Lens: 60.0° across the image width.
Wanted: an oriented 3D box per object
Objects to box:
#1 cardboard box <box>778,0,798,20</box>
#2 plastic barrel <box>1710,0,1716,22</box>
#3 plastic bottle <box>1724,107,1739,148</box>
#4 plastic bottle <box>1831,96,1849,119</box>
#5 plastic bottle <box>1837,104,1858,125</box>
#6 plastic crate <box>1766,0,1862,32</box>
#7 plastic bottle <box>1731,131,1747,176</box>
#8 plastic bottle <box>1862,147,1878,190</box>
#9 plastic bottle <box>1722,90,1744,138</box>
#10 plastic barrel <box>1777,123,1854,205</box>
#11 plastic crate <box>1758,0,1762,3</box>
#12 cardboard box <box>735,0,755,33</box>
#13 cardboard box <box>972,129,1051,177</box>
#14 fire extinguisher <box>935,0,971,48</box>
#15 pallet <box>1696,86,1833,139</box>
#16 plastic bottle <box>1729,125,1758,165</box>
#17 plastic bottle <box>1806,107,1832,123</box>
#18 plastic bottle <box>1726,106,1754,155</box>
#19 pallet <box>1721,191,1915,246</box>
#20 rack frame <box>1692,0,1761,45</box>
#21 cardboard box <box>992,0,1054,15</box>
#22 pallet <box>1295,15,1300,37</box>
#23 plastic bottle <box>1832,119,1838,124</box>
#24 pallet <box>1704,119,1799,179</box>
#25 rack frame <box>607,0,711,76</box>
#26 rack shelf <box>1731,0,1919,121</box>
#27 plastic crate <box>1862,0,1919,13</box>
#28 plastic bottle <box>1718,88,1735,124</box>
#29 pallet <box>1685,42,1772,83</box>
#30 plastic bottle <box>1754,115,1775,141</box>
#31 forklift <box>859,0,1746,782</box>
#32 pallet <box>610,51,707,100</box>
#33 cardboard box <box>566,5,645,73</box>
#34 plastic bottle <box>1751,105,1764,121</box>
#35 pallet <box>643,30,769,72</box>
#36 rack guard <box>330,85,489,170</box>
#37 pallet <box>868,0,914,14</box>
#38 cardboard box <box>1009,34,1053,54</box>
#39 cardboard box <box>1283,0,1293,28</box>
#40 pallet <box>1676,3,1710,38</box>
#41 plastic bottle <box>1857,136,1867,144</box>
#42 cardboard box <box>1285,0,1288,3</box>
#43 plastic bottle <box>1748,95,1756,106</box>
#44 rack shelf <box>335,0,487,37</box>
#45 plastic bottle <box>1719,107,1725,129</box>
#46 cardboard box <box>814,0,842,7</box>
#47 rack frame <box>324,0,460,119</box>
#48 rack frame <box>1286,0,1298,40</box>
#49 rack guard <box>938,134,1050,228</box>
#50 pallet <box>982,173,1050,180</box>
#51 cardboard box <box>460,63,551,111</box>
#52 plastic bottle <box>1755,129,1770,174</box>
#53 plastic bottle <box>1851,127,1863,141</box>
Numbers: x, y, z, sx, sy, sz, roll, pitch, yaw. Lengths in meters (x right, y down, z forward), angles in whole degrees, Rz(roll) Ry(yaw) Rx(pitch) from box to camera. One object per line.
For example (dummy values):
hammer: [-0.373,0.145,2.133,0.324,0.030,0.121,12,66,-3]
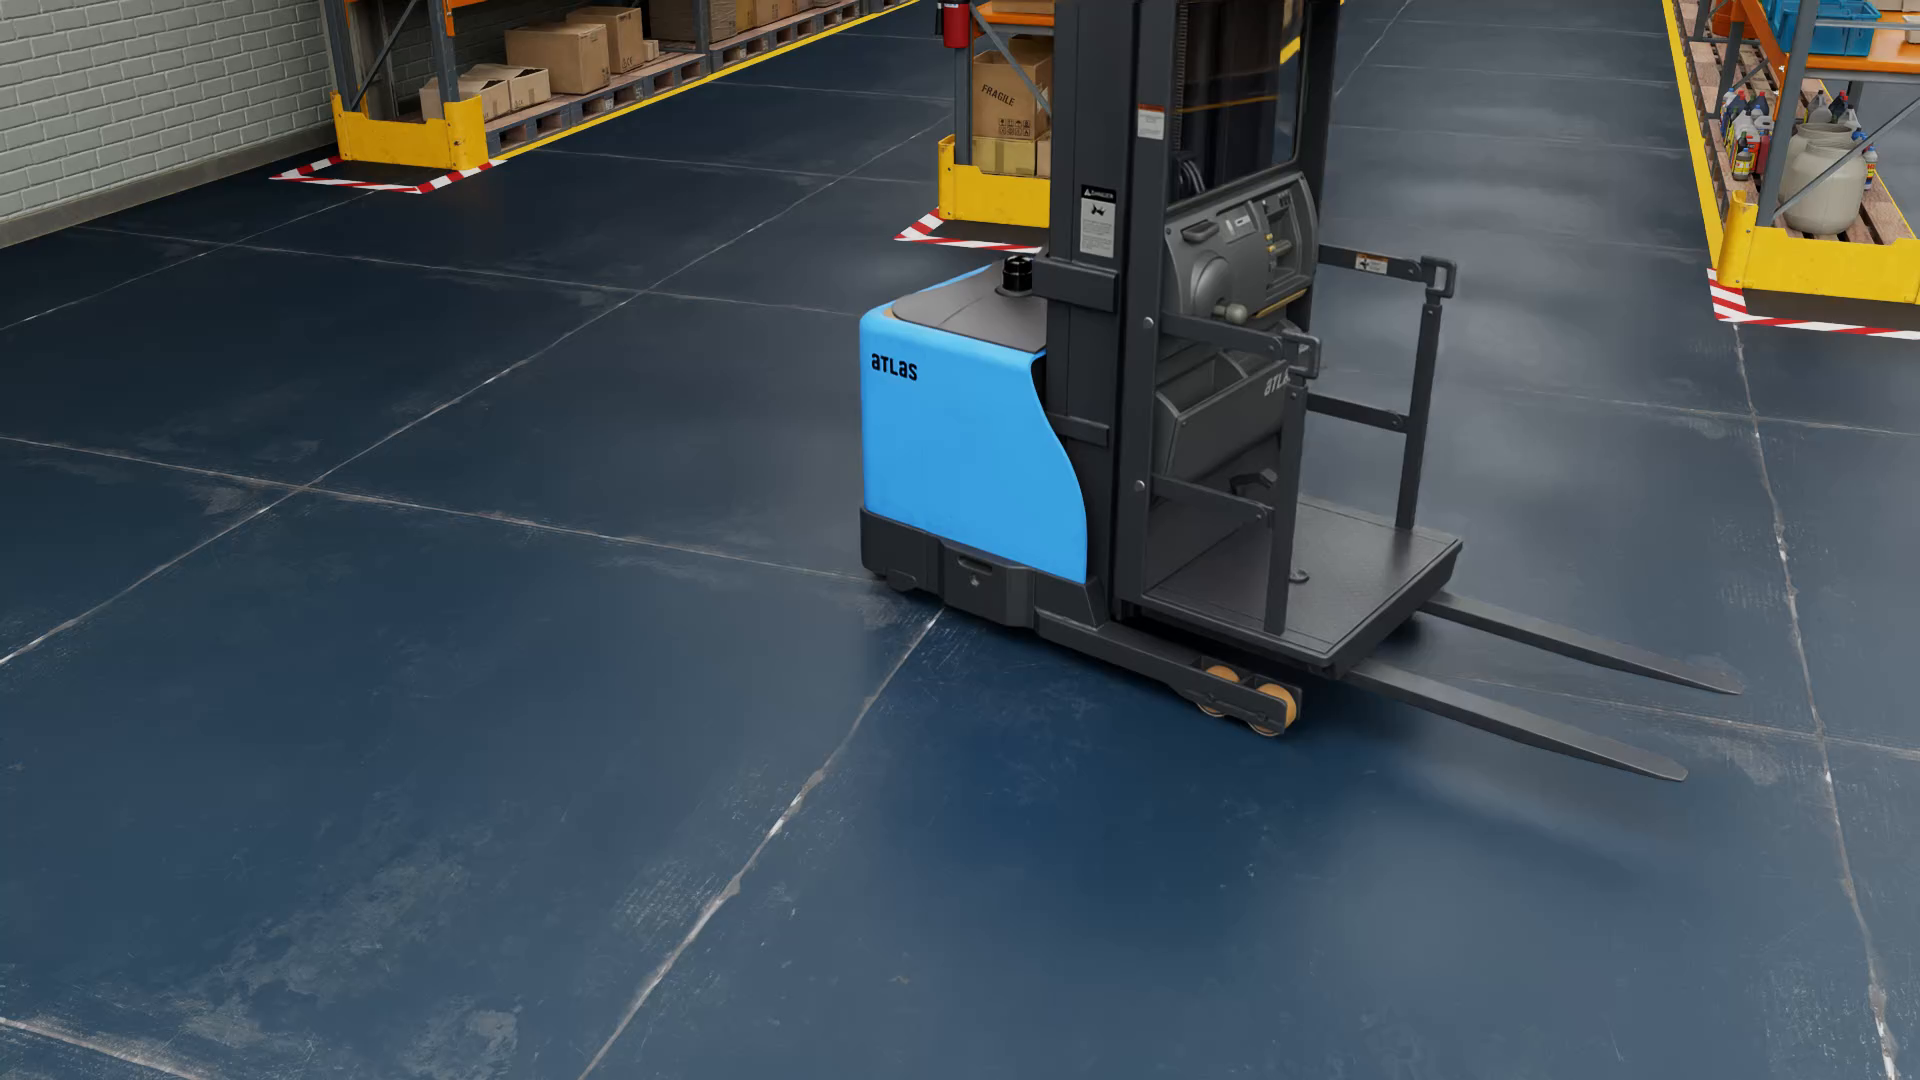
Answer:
cardboard box: [-2.166,-5.893,17.842,0.700,0.500,0.500,9,27,17]
plastic barrel: [8.036,-5.608,17.262,0.421,0.512,0.421,0,26,0]
plastic bottle: [5.638,-3.010,12.138,0.061,0.283,0.133,10,28,20]
plastic bottle: [6.449,-3.066,12.176,0.144,0.351,0.185,7,27,15]
plastic bottle: [6.341,-2.934,11.902,0.144,0.351,0.185,9,27,17]
plastic crate: [5.230,-3.250,10.192,0.499,0.251,0.408,9,27,17]
plastic bottle: [5.343,-2.647,11.386,0.061,0.283,0.133,9,27,19]
plastic bottle: [6.021,-2.472,11.040,0.097,0.271,0.097,0,26,0]
plastic bottle: [5.795,-3.180,12.411,0.144,0.351,0.185,10,27,19]
plastic barrel: [5.438,-2.359,10.553,0.421,0.512,0.421,0,26,0]
plastic crate: [5.737,-3.834,11.469,0.450,0.188,0.662,9,27,17]
cardboard box: [-2.534,-5.480,16.990,0.700,0.500,0.500,8,27,16]
cardboard box: [0.354,-2.737,11.633,0.500,0.250,0.500,9,27,17]
fire extinguisher: [-0.023,-3.506,10.638,0.296,0.674,0.183,9,27,17]
pallet: [6.680,-3.519,13.776,1.003,0.211,1.213,9,27,17]
plastic bottle: [5.478,-2.749,11.607,0.152,0.276,0.135,8,27,16]
plastic bottle: [6.301,-3.044,12.215,0.152,0.276,0.135,9,27,17]
plastic bottle: [5.591,-2.928,11.890,0.144,0.351,0.185,9,27,17]
pallet: [5.380,-1.918,10.470,1.003,0.211,1.213,9,27,17]
rack frame: [7.786,-6.090,15.885,1.000,3.000,0.127,9,27,17]
cardboard box: [0.622,-3.757,10.953,0.700,0.500,0.500,9,27,17]
pallet: [3.400,-5.856,18.602,1.003,0.211,1.213,9,27,17]
plastic bottle: [6.183,-2.852,11.811,0.061,0.283,0.133,9,27,17]
pallet: [6.192,-2.921,12.541,1.003,0.211,1.213,9,27,17]
rack frame: [-2.887,-5.883,15.458,1.000,3.000,0.127,9,27,17]
rack shelf: [5.789,-3.300,10.950,1.077,0.370,4.000,9,27,17]
plastic crate: [6.154,-3.623,11.094,0.530,0.136,0.437,9,27,17]
plastic bottle: [5.936,-3.349,12.850,0.097,0.271,0.097,0,26,0]
pallet: [7.492,-4.522,15.847,1.003,0.211,1.213,9,27,17]
plastic bottle: [5.739,-2.883,11.883,0.152,0.276,0.135,9,27,17]
forklift: [1.095,-0.941,5.331,3.031,2.935,1.130,19,31,33]
pallet: [-3.078,-4.346,15.485,1.003,0.211,1.213,9,27,17]
cardboard box: [-3.195,-4.523,15.014,0.500,0.500,0.500,7,27,14]
plastic bottle: [5.861,-3.067,12.269,0.097,0.271,0.097,0,26,0]
pallet: [-2.630,-4.948,16.727,1.003,0.211,1.213,9,27,17]
rack guard: [-4.193,-3.145,12.672,1.175,0.500,0.348,9,27,17]
pallet: [-1.223,-6.584,20.107,1.003,0.211,1.213,9,27,17]
cardboard box: [0.671,-3.488,12.324,0.500,0.500,0.500,9,27,17]
cardboard box: [3.171,-5.509,17.360,0.500,0.250,0.500,9,27,19]
pallet: [8.417,-5.664,18.207,1.003,0.211,1.213,9,27,17]
plastic bottle: [6.135,-2.613,11.330,0.097,0.271,0.097,0,26,0]
cardboard box: [3.174,-5.762,17.239,0.500,0.311,0.500,9,27,19]
plastic bottle: [5.954,-3.202,12.533,0.061,0.283,0.133,9,27,17]
rack shelf: [-3.553,-4.737,13.917,1.077,0.370,4.000,9,27,17]
plastic bottle: [5.868,-3.234,12.693,0.097,0.201,0.097,0,26,0]
cardboard box: [-1.747,-6.296,18.675,0.700,0.500,0.500,9,27,18]
rack frame: [-4.218,-4.239,12.063,1.000,3.000,0.127,9,27,17]
rack frame: [3.116,-6.810,17.372,1.000,3.000,0.127,9,27,17]
rack guard: [0.446,-2.387,11.106,1.175,0.500,0.348,9,27,17]
pallet: [0.669,-2.587,11.851,1.003,0.211,1.213,9,27,17]
cardboard box: [-3.714,-3.732,13.597,0.500,0.311,0.500,11,28,22]
plastic bottle: [5.532,-2.680,11.456,0.061,0.283,0.133,9,27,17]
plastic bottle: [6.236,-2.737,11.587,0.097,0.271,0.097,0,26,0]
